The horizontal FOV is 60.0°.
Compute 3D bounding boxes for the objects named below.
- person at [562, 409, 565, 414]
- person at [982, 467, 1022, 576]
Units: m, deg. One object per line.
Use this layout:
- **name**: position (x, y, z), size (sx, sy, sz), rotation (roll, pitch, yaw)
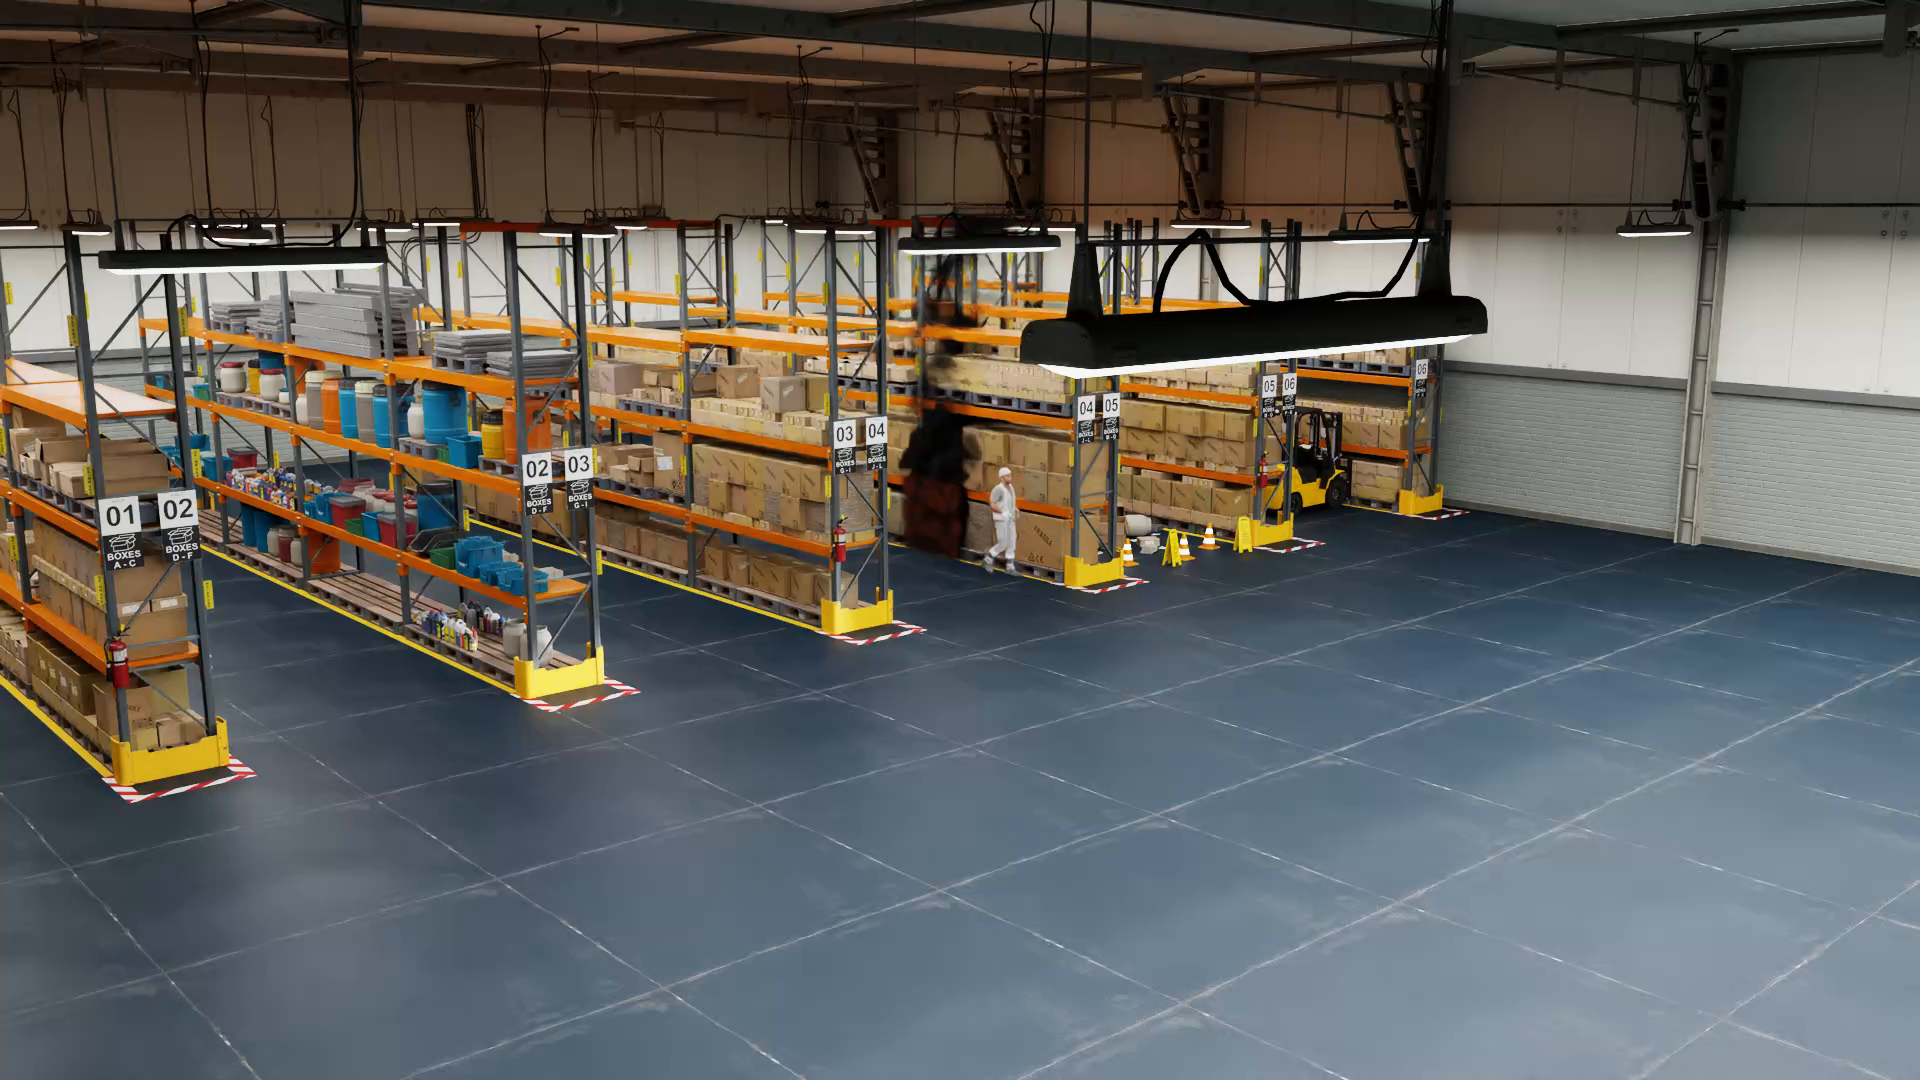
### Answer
- **person**: position (-9.018, -2.202, 38.239), size (0.666, 1.777, 0.996), rotation (-9, 15, -39)
- **person**: position (0.725, -0.315, 27.500), size (0.726, 1.795, 0.684), rotation (8, 14, 34)
